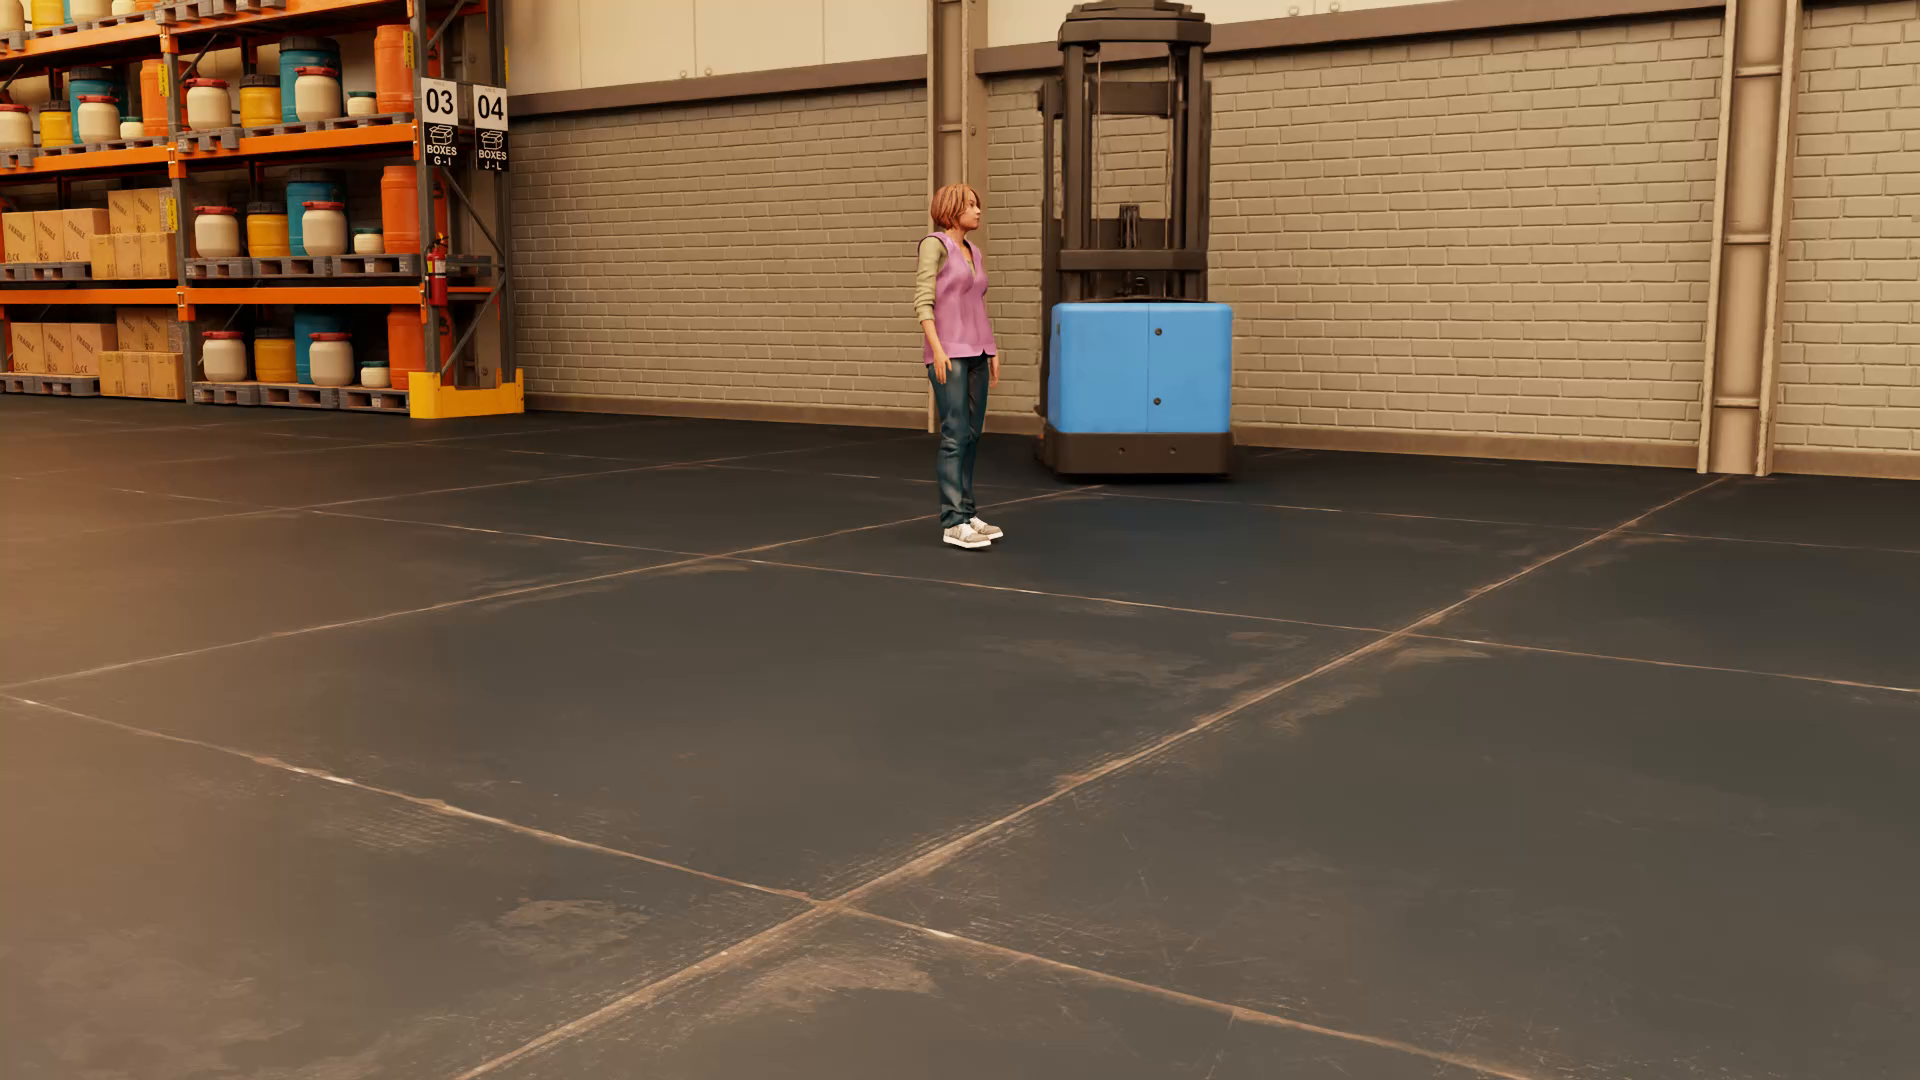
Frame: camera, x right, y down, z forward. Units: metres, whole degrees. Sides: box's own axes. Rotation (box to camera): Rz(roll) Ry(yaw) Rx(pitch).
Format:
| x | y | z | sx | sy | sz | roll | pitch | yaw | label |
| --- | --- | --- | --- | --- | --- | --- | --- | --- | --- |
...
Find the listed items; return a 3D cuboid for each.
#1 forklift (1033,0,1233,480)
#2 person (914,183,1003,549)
| x | y | z | sx | sy | sz | roll | pitch | yaw | label |
| --- | --- | --- | --- | --- | --- | --- | --- | --- | --- |
| 1.079 | -1.987 | 11.168 | 1.130 | 2.935 | 3.031 | 0 | 8 | -1 | forklift |
| 0.053 | -0.791 | 7.438 | 0.476 | 1.597 | 0.520 | 5 | 10 | 34 | person |
